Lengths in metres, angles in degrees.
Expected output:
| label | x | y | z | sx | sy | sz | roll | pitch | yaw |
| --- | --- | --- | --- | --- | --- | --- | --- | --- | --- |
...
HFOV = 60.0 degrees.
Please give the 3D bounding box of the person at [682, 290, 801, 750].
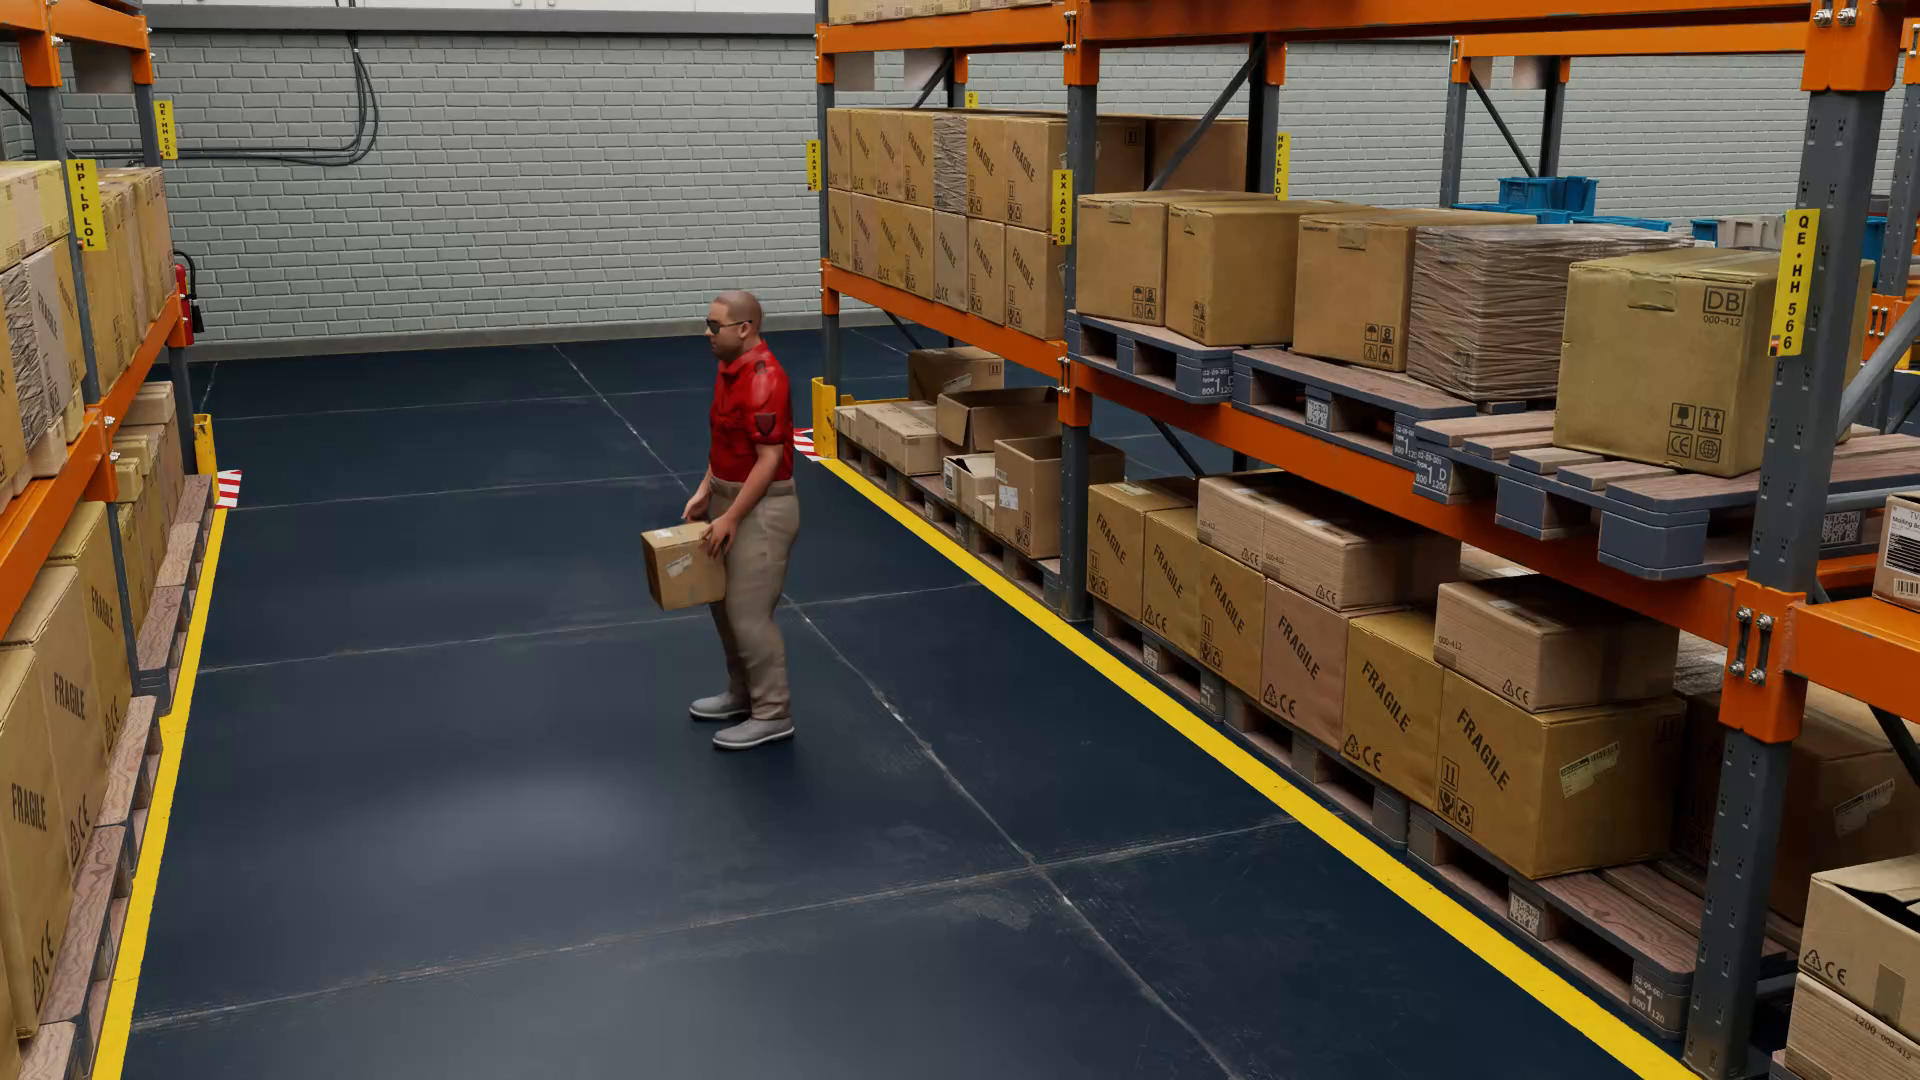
| label | x | y | z | sx | sy | sz | roll | pitch | yaw |
| --- | --- | --- | --- | --- | --- | --- | --- | --- | --- |
| person | -0.833 | -0.087 | 6.354 | 0.400 | 1.733 | 0.547 | -6 | 17 | -21 |
